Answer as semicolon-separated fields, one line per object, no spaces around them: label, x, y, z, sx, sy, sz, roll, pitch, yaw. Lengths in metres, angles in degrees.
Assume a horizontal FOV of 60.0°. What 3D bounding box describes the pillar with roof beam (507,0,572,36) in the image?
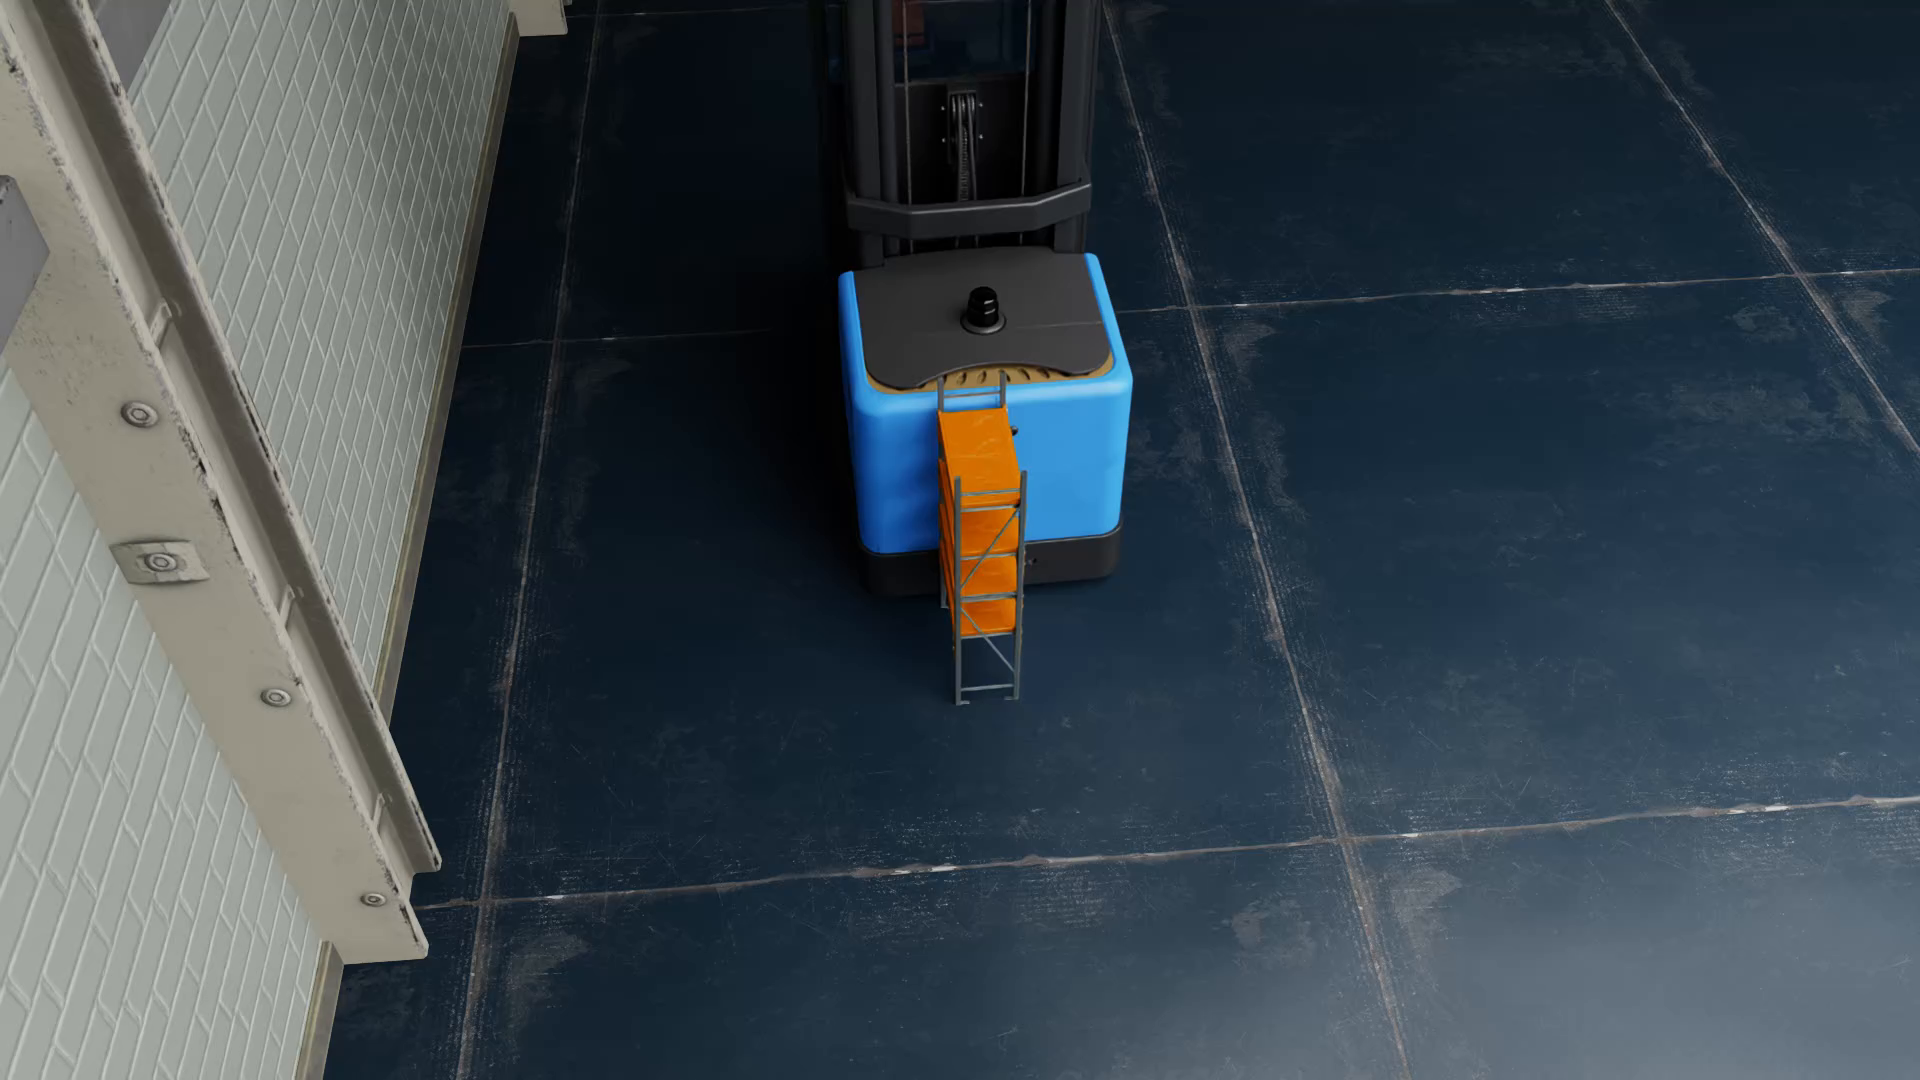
pillar with roof beam;1.833;-6.433;6.781;9.100;9.000;0.400;-3;47;-3

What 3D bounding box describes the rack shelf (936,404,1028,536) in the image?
rack shelf;0.072;-0.248;5.754;0.258;0.148;0.480;-5;47;-5

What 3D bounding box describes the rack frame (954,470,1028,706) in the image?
rack frame;0.102;0.198;5.873;0.240;1.200;0.015;-5;47;-5

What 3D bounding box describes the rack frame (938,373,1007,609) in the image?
rack frame;0.042;-0.154;6.206;0.240;1.200;0.015;-5;47;-5

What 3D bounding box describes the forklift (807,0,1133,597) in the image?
forklift;-0.052;-1.860;6.629;1.130;2.935;3.031;-5;47;-5

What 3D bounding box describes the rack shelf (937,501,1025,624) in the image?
rack shelf;0.072;0.068;6.088;0.258;0.148;0.480;-5;47;-5

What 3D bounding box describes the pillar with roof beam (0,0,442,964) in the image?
pillar with roof beam;2.335;-2.092;2.670;9.100;9.000;0.400;-3;47;-3

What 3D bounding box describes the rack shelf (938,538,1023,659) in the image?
rack shelf;0.072;0.205;6.232;0.258;0.148;0.480;-5;47;-5

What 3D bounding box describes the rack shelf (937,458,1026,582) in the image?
rack shelf;0.072;-0.085;5.926;0.258;0.148;0.480;-5;47;-5

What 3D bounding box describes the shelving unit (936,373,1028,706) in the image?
shelving unit;0.072;0.022;6.039;0.258;1.200;0.503;-5;47;-5
